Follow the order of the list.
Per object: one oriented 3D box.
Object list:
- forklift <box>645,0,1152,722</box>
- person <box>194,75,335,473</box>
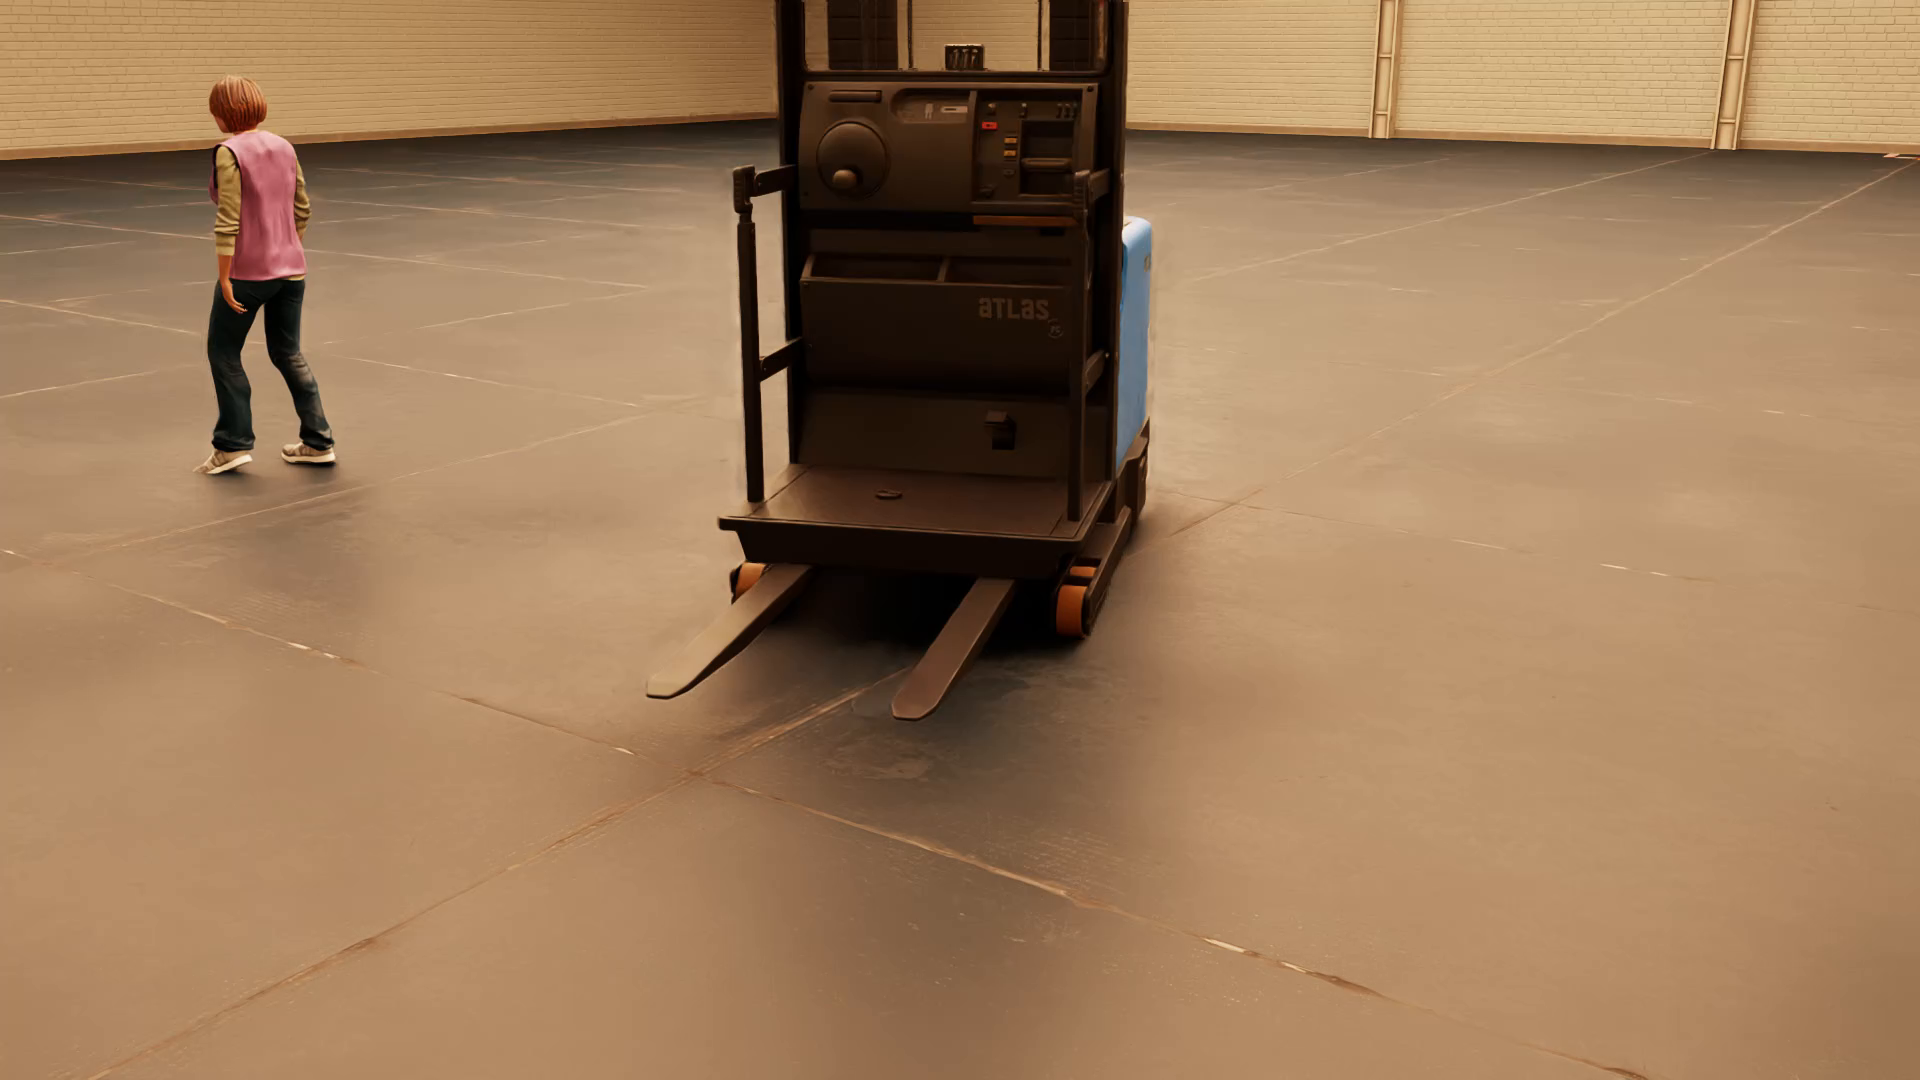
[{"bbox_3d":[-0.087,-1.225,4.928,1.130,2.935,3.031,4,17,12],"label":"forklift"},{"bbox_3d":[-2.886,-1.064,6.813,0.499,1.625,0.497,7,18,23],"label":"person"}]
